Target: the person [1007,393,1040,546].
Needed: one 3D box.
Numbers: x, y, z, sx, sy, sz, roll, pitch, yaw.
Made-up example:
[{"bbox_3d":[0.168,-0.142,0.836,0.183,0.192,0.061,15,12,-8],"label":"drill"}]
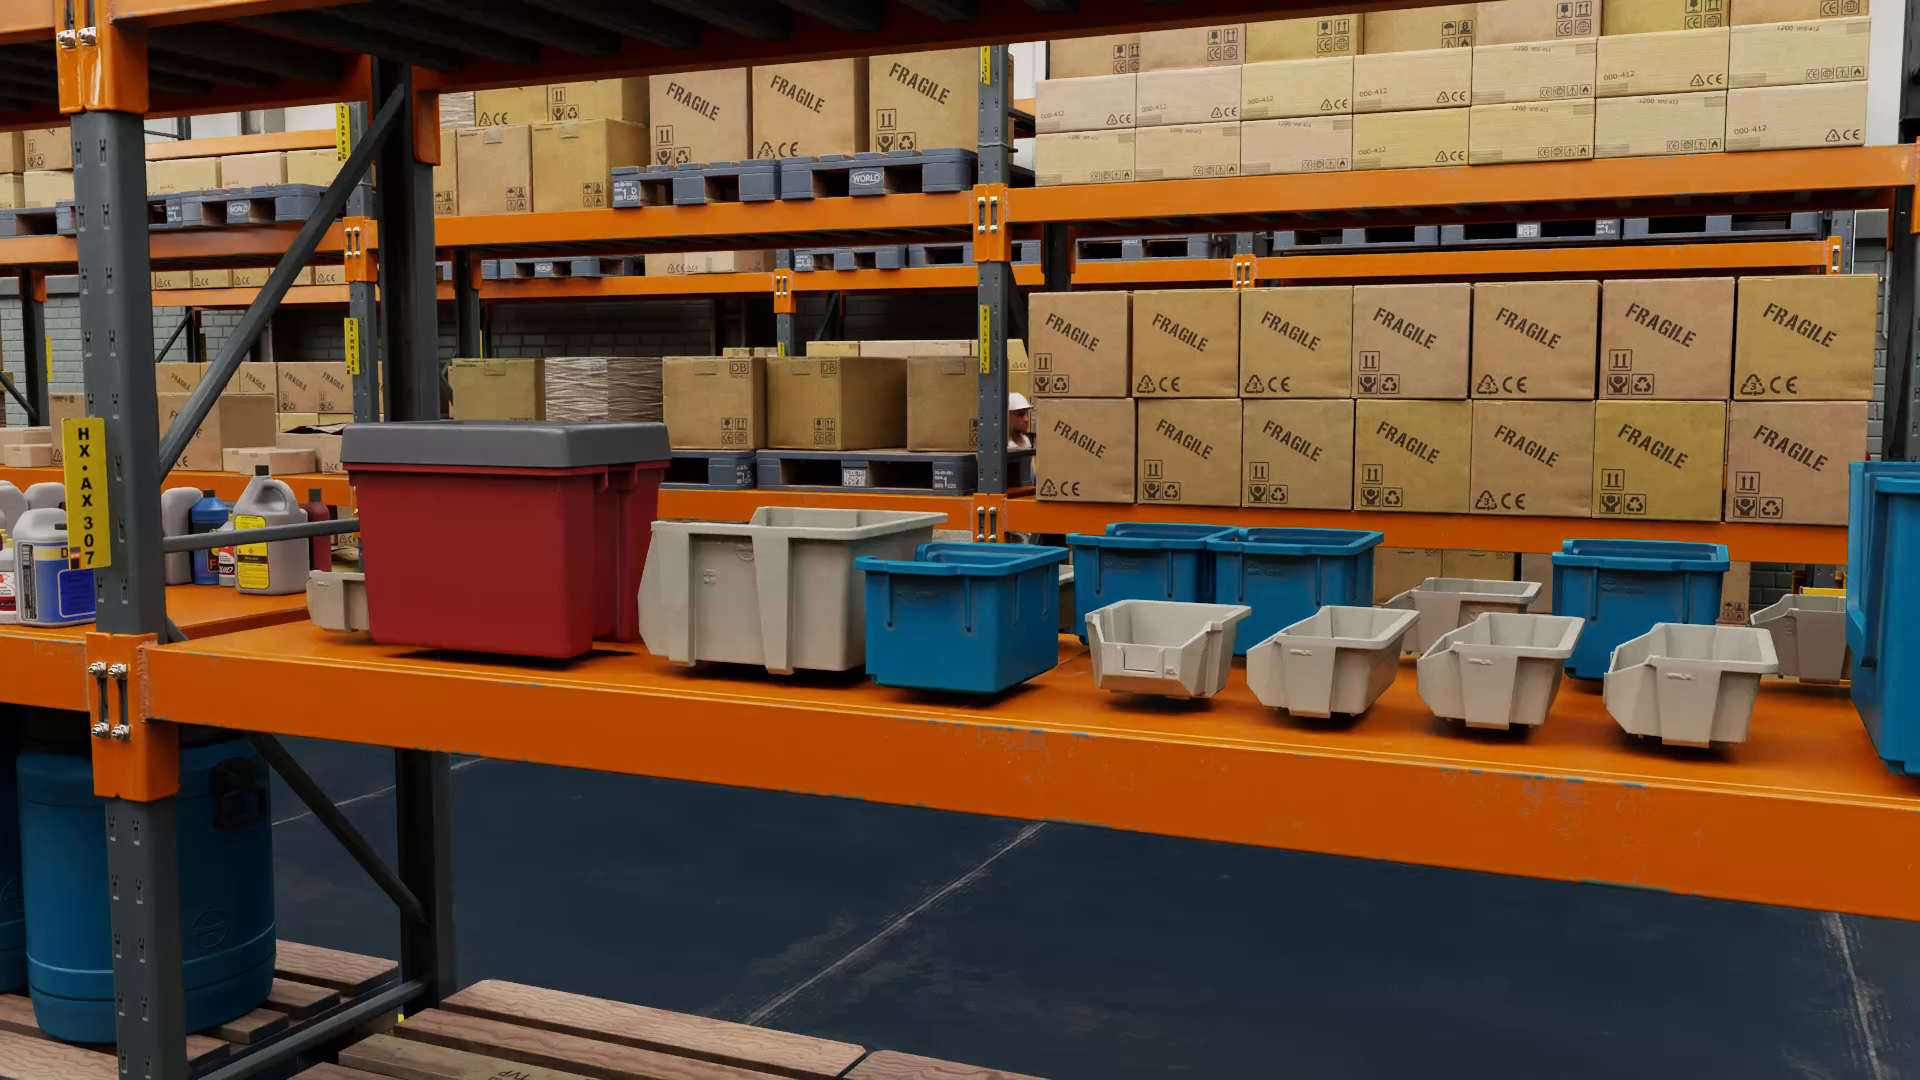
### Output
[{"bbox_3d":[0.324,-0.146,11.756,0.538,1.782,0.579,4,7,36],"label":"person"}]
